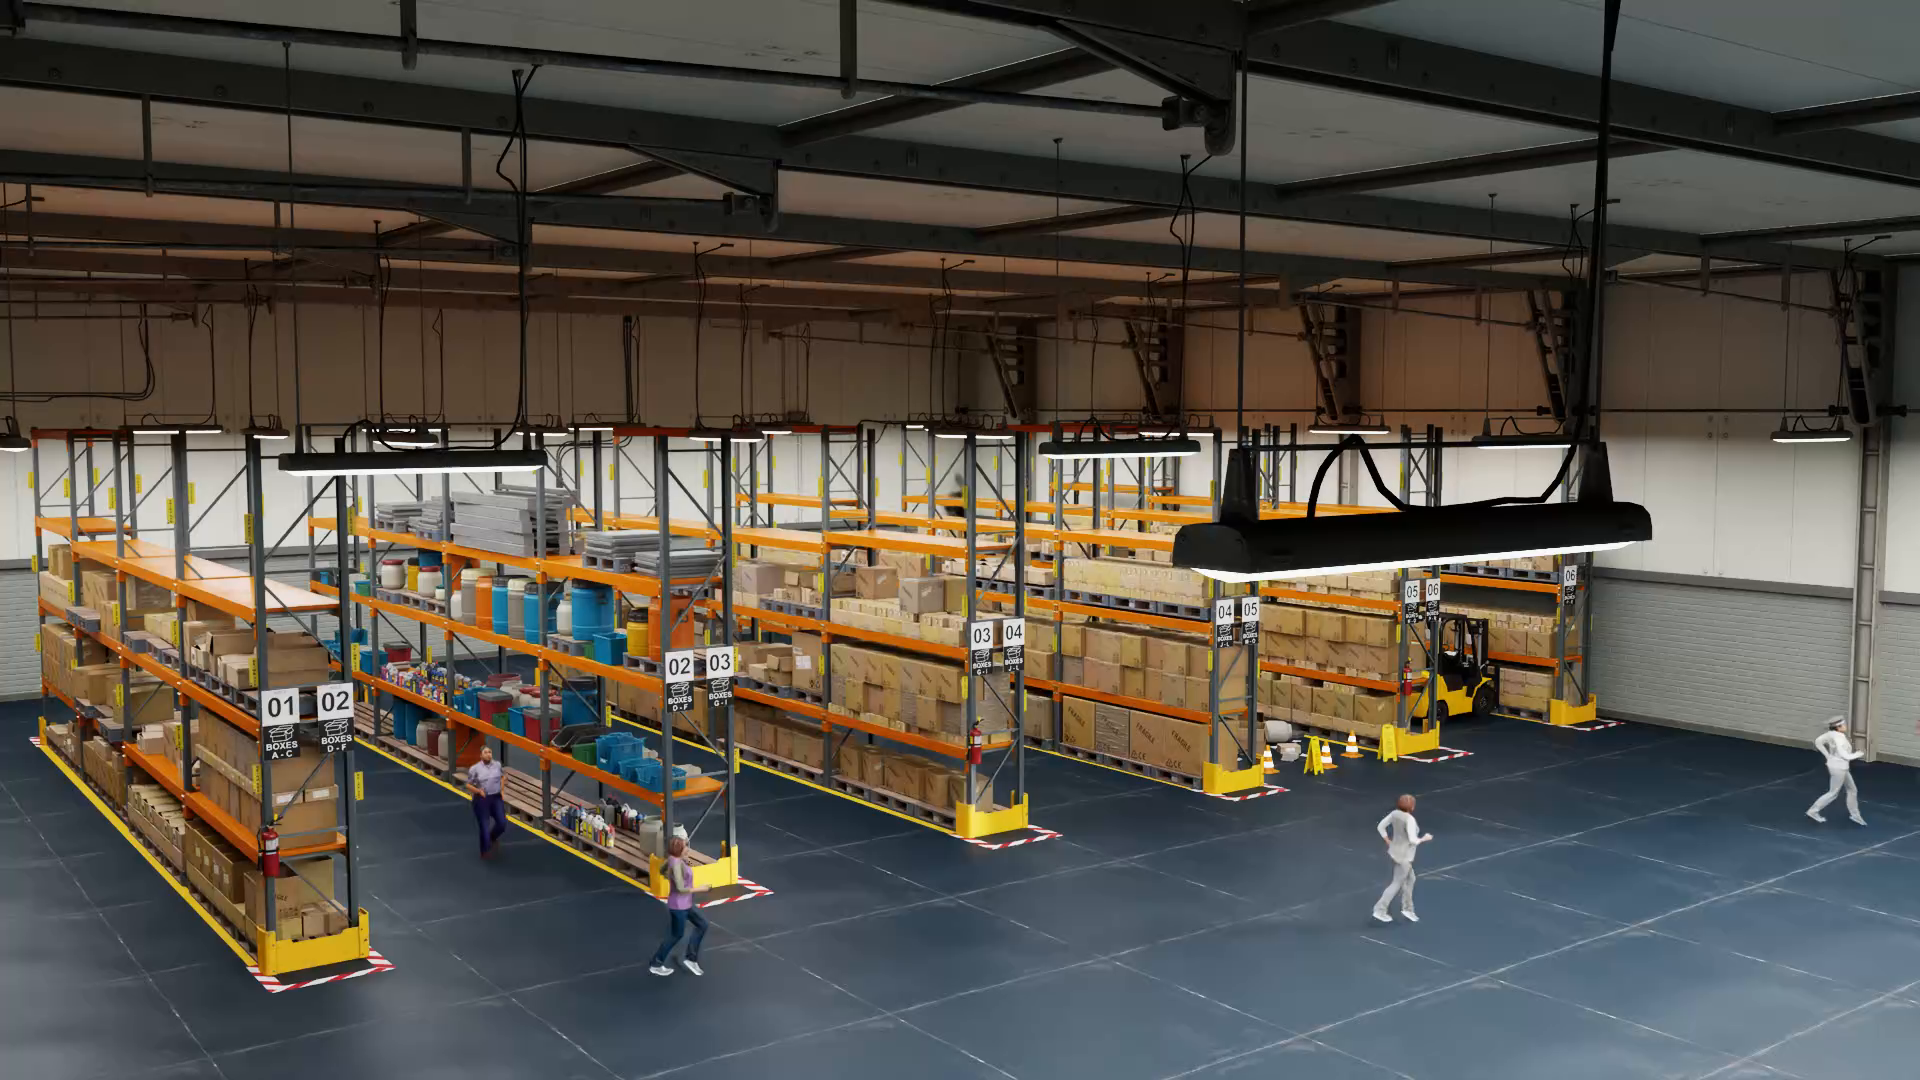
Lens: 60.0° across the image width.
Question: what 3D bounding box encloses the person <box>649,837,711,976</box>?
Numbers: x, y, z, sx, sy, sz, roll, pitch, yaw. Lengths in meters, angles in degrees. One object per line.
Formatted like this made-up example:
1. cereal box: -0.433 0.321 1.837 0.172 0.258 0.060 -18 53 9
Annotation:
1. person: -3.125 4.094 18.546 0.690 1.609 0.543 0 4 -6

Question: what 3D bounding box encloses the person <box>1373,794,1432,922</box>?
1. person: 5.418 3.935 20.423 0.777 1.644 0.490 -1 5 -13

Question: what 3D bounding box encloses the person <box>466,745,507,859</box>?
1. person: -6.629 3.689 23.415 0.598 1.600 0.557 -3 5 -34

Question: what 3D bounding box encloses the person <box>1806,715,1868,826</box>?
1. person: 13.383 3.506 25.319 0.896 1.714 0.622 1 5 16
